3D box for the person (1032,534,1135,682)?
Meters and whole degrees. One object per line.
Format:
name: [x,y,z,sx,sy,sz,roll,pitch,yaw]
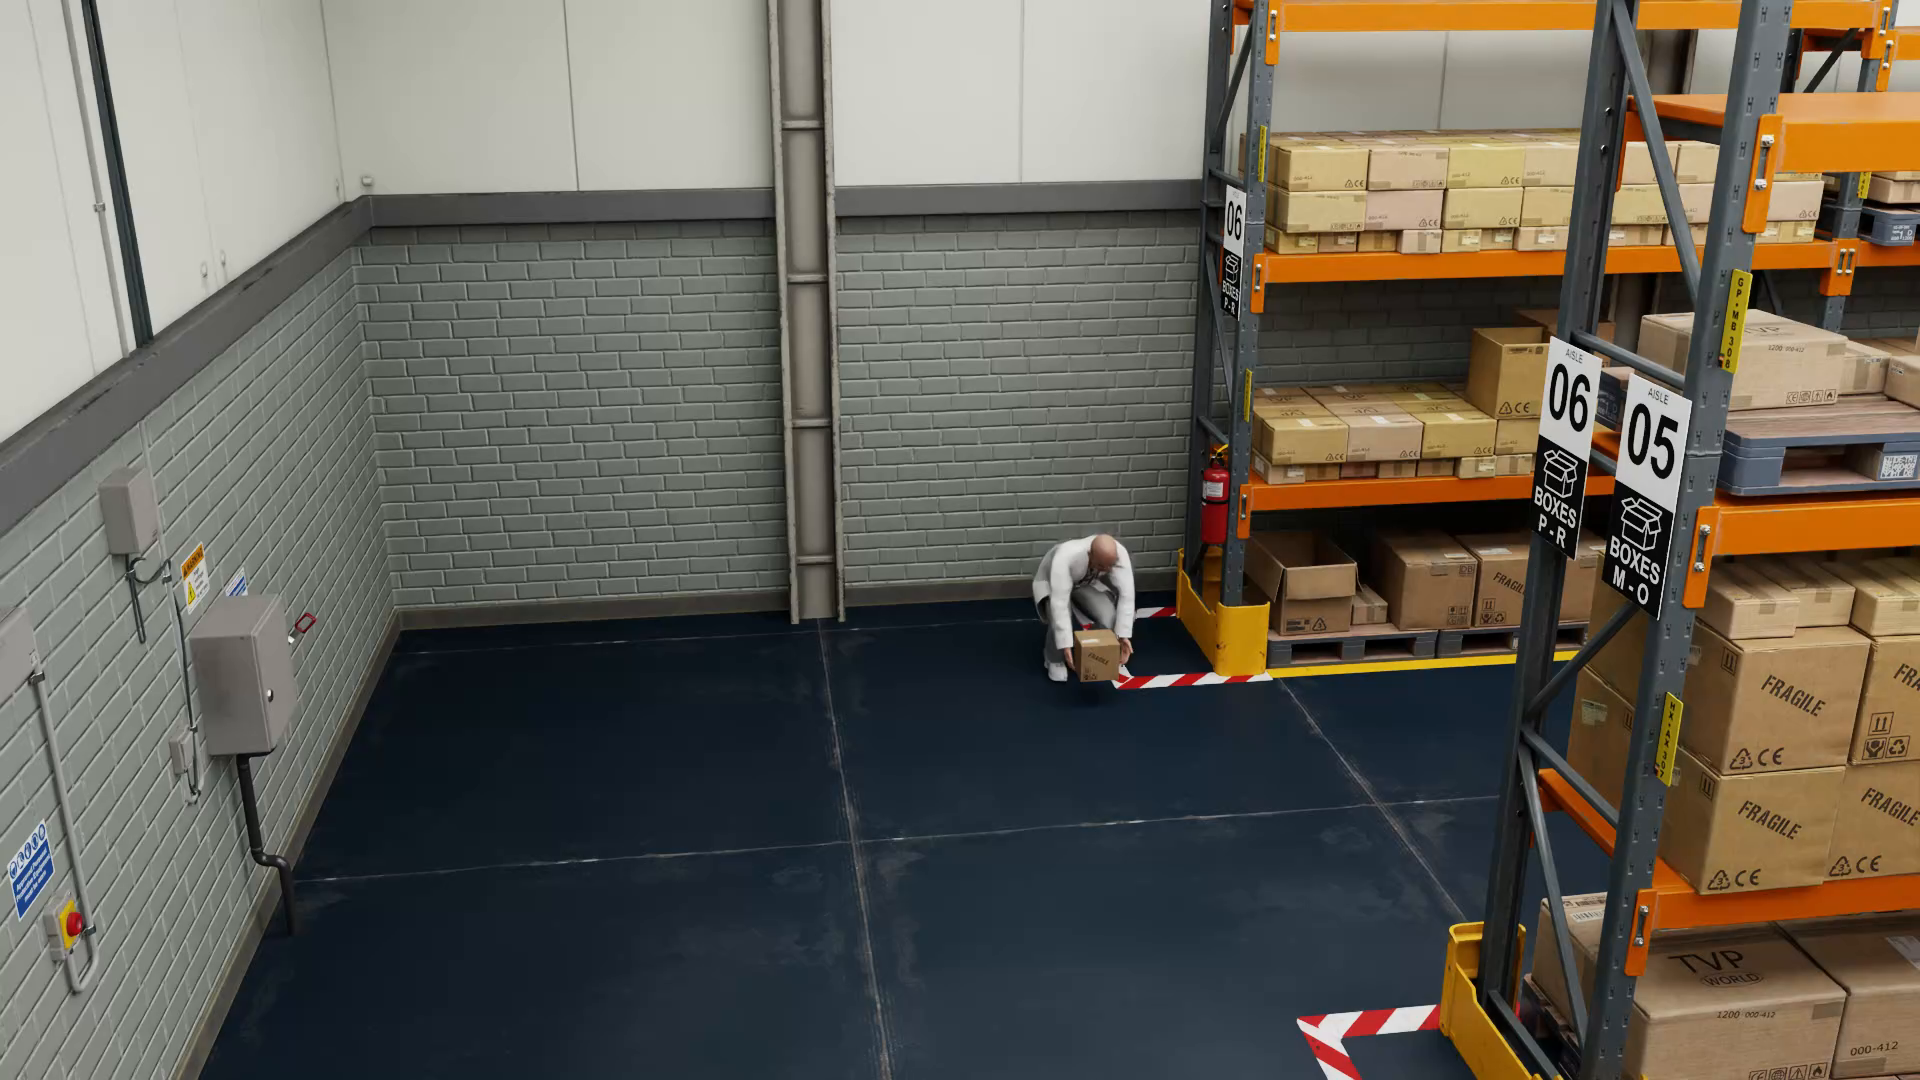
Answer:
person: [0.806,0.393,11.004,0.611,1.101,0.871,-5,20,-13]
